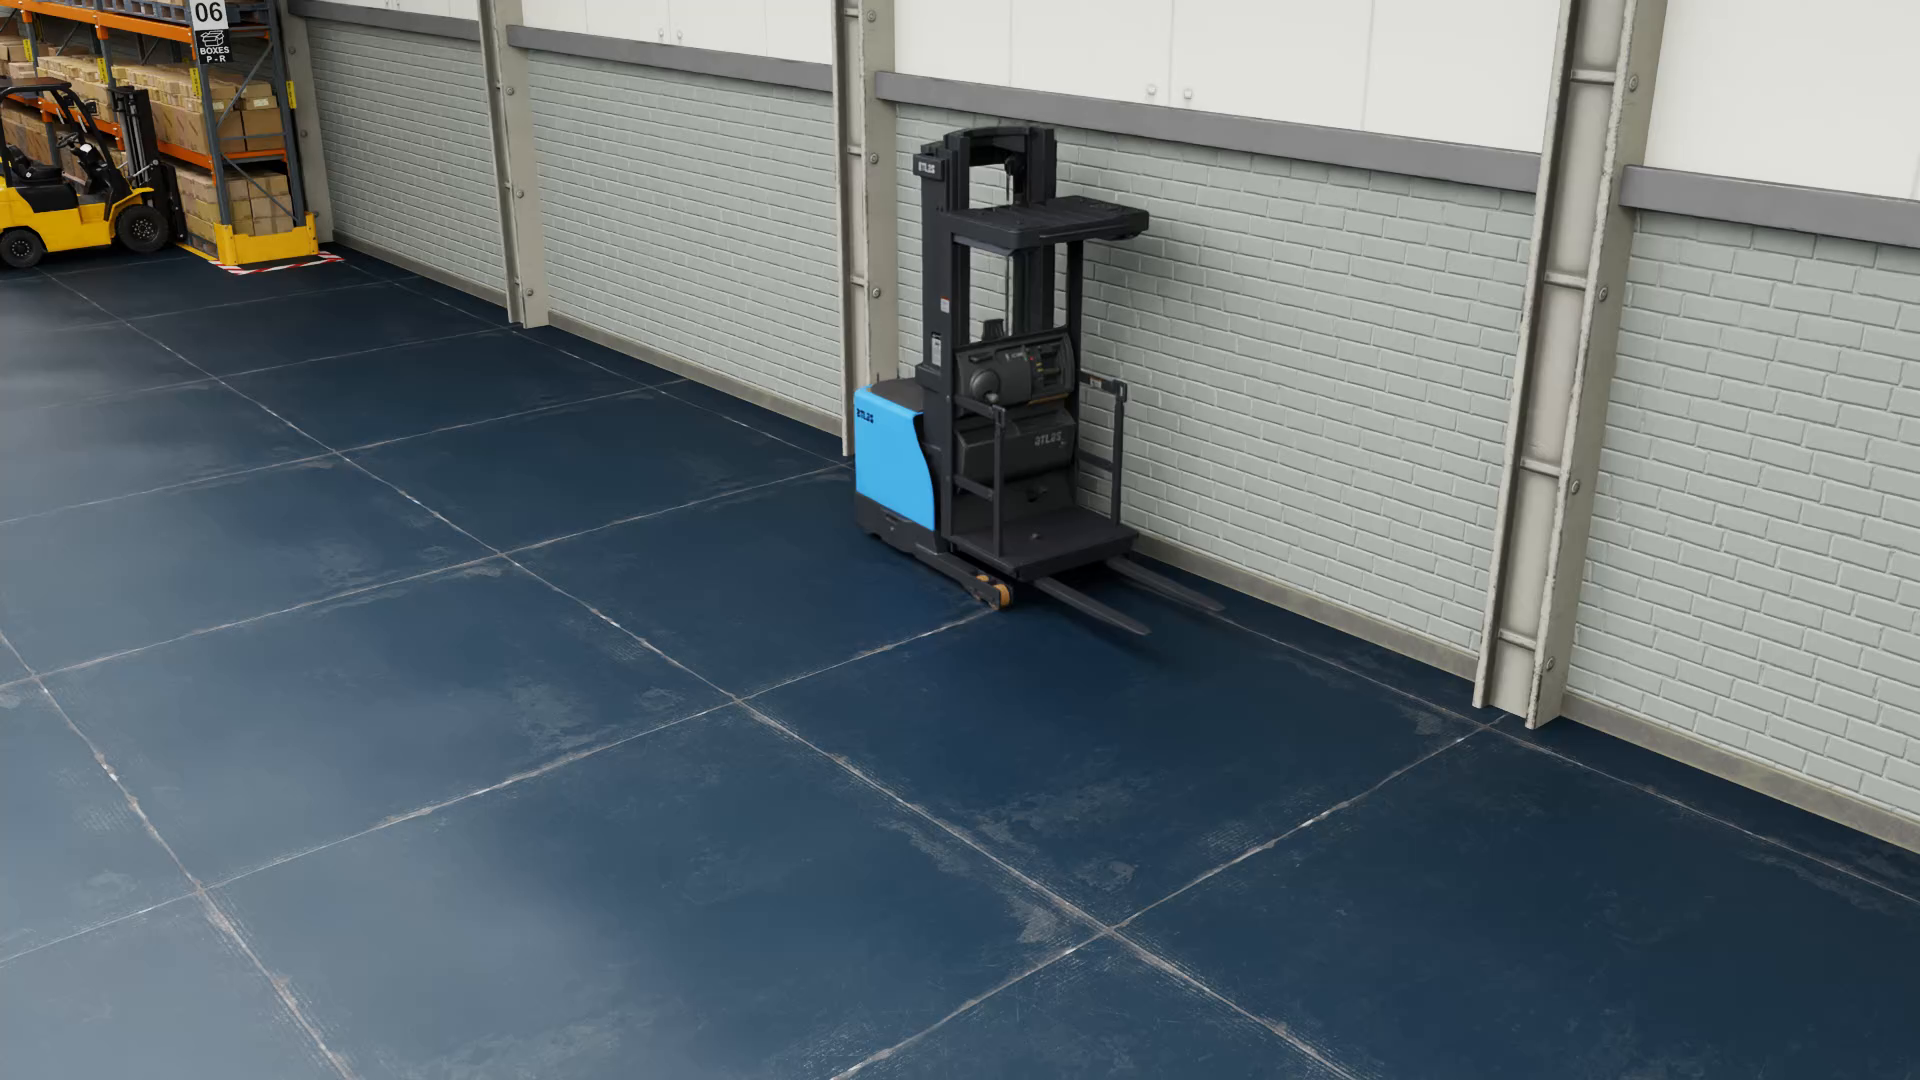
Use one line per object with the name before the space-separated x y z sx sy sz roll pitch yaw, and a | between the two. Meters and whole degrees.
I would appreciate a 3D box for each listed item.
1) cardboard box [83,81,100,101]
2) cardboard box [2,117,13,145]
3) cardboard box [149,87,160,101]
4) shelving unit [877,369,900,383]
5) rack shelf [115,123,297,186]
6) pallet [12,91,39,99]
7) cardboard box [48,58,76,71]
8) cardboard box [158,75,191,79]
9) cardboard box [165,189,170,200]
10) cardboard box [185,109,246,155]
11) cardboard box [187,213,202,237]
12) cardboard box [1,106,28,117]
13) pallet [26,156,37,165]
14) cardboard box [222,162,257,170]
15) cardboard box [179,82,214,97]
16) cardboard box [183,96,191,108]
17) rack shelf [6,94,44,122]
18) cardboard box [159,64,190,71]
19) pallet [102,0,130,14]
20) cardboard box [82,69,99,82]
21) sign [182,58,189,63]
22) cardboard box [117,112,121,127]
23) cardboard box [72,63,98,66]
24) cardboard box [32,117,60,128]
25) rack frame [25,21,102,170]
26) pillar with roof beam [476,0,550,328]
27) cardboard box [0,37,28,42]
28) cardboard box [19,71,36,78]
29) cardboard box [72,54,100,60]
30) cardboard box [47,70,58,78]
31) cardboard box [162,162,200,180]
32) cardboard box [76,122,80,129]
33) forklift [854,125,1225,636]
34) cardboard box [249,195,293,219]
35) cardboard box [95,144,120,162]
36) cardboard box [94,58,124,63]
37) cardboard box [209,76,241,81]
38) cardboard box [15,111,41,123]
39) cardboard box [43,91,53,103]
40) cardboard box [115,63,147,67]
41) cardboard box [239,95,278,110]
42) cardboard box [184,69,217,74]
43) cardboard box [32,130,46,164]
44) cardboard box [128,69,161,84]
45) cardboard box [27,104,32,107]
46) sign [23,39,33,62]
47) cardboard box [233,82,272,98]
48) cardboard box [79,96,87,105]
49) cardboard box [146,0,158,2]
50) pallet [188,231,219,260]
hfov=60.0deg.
cardboard box | -12.257 -6.478 23.931 0.500 0.250 0.500 -18 28 -39
cardboard box | -16.124 -7.010 28.621 0.500 0.500 0.500 -18 28 -38
cardboard box | -10.399 -5.866 21.822 0.380 0.149 0.250 -18 28 -38
shelving unit | -0.460 -0.724 12.392 0.215 1.050 0.252 -15 26 -33
rack shelf | -10.096 -5.213 22.166 1.077 0.370 4.000 -17 27 -37
pallet | -14.509 -7.287 26.738 1.213 0.211 1.003 -17 27 -37
cardboard box | -13.666 -7.257 25.374 0.380 0.149 0.250 -17 27 -36
cardboard box | -10.190 -5.953 21.636 0.380 0.149 0.250 -17 27 -37
cardboard box | -10.341 -4.621 22.178 0.500 0.250 0.500 -18 27 -38
cardboard box | -9.311 -5.115 20.793 0.500 0.500 0.500 -18 28 -39
cardboard box | -9.654 -4.105 21.545 0.500 0.250 0.500 -17 27 -37
cardboard box | -16.352 -7.424 28.787 0.380 0.149 0.250 -18 28 -39
pallet | -15.264 -6.459 28.186 1.003 0.211 1.213 -17 27 -37
cardboard box | -9.609 -4.832 22.030 0.500 0.250 0.500 -18 27 -38
cardboard box | -9.560 -5.658 20.881 0.380 0.149 0.250 -17 27 -36
cardboard box | -9.542 -5.523 20.944 0.380 0.149 0.250 -17 27 -36
rack shelf | -15.318 -7.423 27.809 1.077 0.370 4.000 -17 27 -37
cardboard box | -10.832 -6.492 23.011 0.380 0.149 0.250 -18 28 -39
pallet | -10.826 -7.226 22.329 1.003 0.211 1.213 -17 27 -37
cardboard box | -12.367 -6.679 23.896 0.380 0.149 0.250 -19 28 -39
sign | -10.983 -6.673 23.612 0.100 0.325 0.005 -17 27 -37
cardboard box | -11.310 -5.962 22.956 0.500 0.500 0.500 -18 28 -39
cardboard box | -12.935 -6.993 24.698 0.380 0.149 0.250 -17 27 -37
cardboard box | -15.005 -6.850 27.323 0.380 0.149 0.250 -16 27 -36
rack frame | -14.013 -7.205 26.267 1.000 3.000 0.127 -17 27 -37
pillar with roof beam | -7.908 -5.513 13.720 9.100 9.000 0.400 -17 27 -37
cardboard box | -16.140 -8.223 28.152 0.700 0.500 0.500 -17 27 -37
cardboard box | -14.732 -7.374 26.467 0.380 0.149 0.250 -17 27 -36
cardboard box | -13.647 -7.512 26.024 0.380 0.149 0.250 -16 27 -36
cardboard box | -13.582 -7.049 25.388 0.500 0.250 0.500 -16 27 -36
cardboard box | -10.328 -4.847 22.070 0.500 0.250 0.500 -18 28 -38
cardboard box | -14.270 -6.837 27.289 0.380 0.149 0.250 -16 27 -36
forklift | 0.495 -1.111 10.802 1.130 2.935 3.031 -15 26 -33
cardboard box | -8.941 -4.322 21.416 0.500 0.250 0.500 -17 27 -36
cardboard box | -12.252 -5.548 24.716 0.875 0.625 0.625 -18 28 -38
cardboard box | -12.944 -7.239 25.326 0.380 0.149 0.250 -18 27 -38
cardboard box | -9.518 -5.914 21.537 0.380 0.149 0.250 -16 27 -36
cardboard box | -15.692 -7.136 28.052 0.380 0.149 0.250 -16 27 -36
cardboard box | -13.908 -6.955 25.833 0.500 0.250 0.500 -17 27 -37
cardboard box | -12.261 -6.962 24.619 0.380 0.149 0.250 -18 27 -38
cardboard box | -8.816 -5.499 20.885 0.380 0.149 0.250 -18 28 -39
cardboard box | -10.153 -6.210 22.290 0.380 0.149 0.250 -18 28 -38
cardboard box | -14.771 -6.443 27.174 0.500 0.500 0.500 -18 28 -38
cardboard box | -10.916 -6.214 22.302 0.380 0.149 0.250 -17 27 -36
cardboard box | -16.165 -7.611 29.266 0.380 0.149 0.250 -19 28 -39
sign | -14.418 -7.576 25.734 0.100 0.325 0.005 -17 27 -37
cardboard box | -8.848 -5.626 20.800 0.380 0.149 0.250 -18 28 -38
cardboard box | -12.562 -6.389 24.390 0.500 0.250 0.500 -17 27 -37
cardboard box | -9.857 -7.051 20.911 0.700 0.500 0.500 -17 27 -37
pallet | -9.322 -3.898 21.647 1.003 0.211 1.213 -17 27 -37
